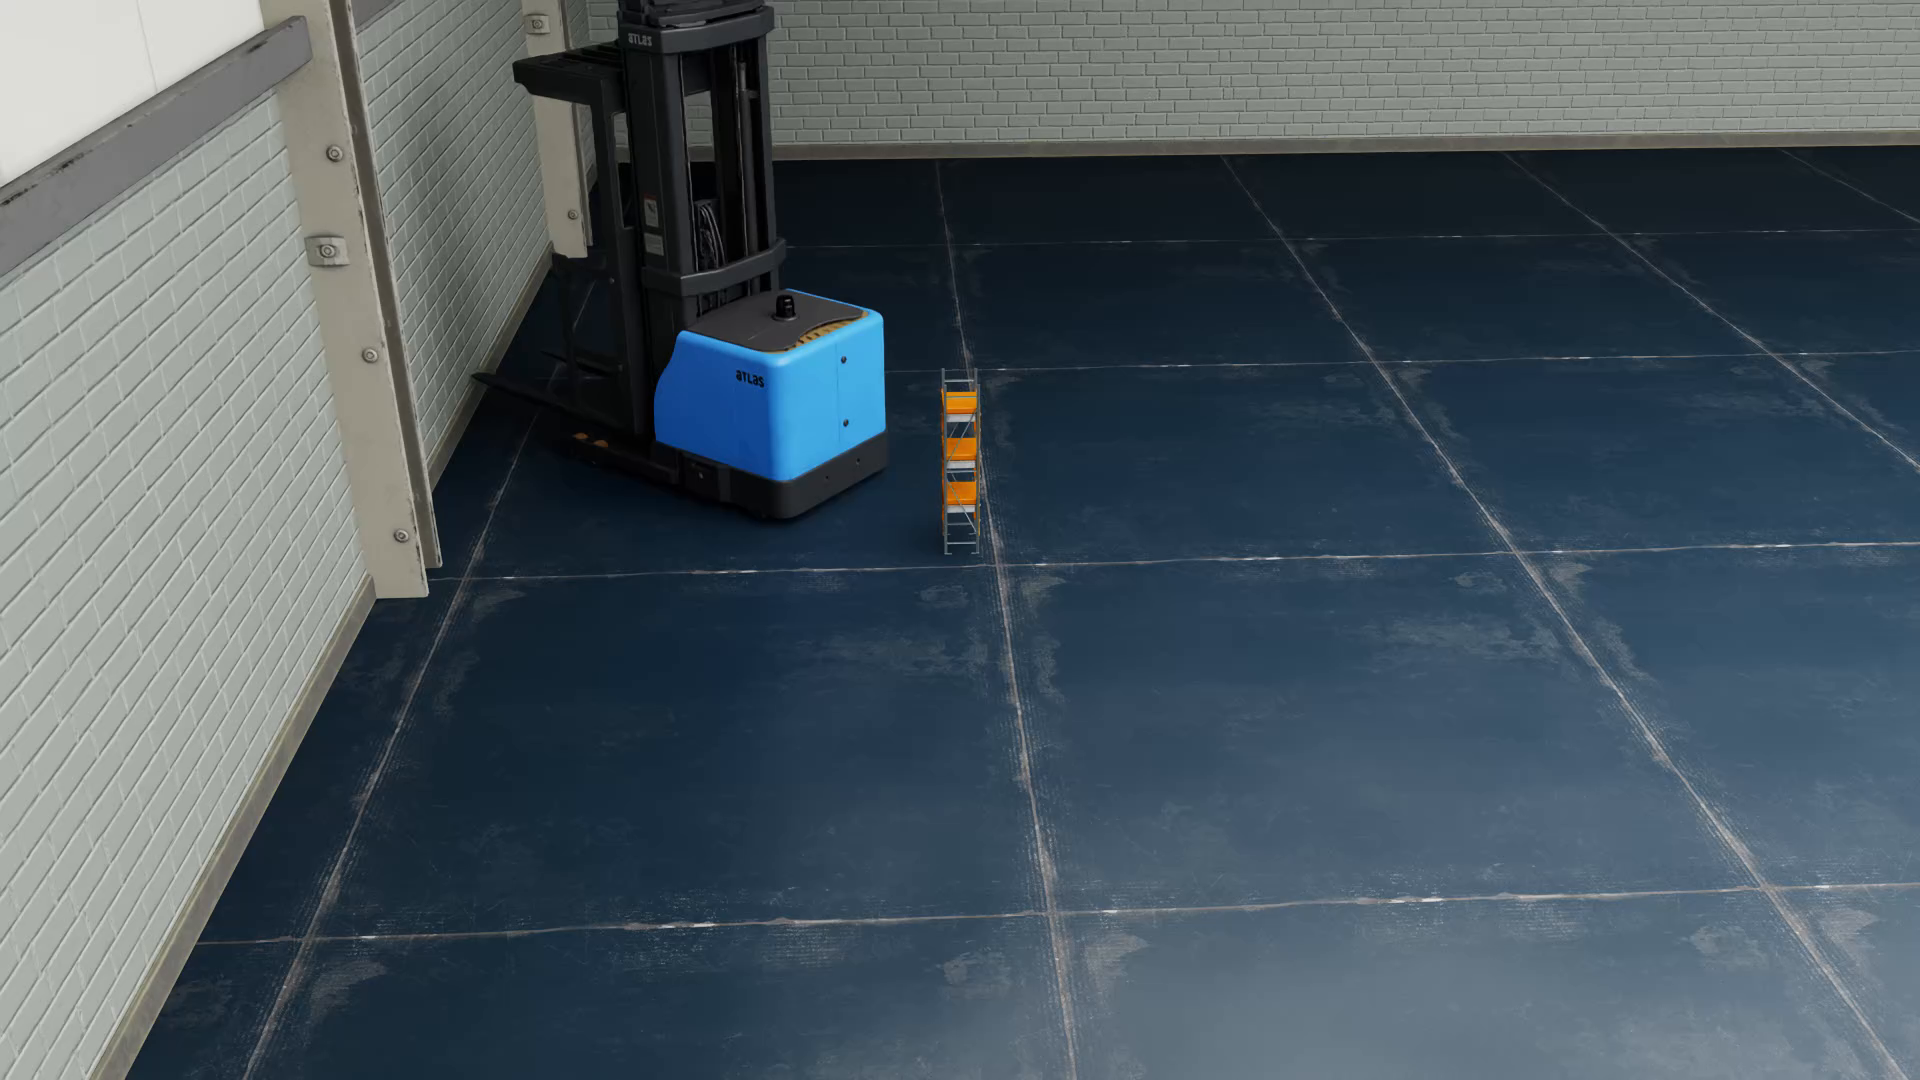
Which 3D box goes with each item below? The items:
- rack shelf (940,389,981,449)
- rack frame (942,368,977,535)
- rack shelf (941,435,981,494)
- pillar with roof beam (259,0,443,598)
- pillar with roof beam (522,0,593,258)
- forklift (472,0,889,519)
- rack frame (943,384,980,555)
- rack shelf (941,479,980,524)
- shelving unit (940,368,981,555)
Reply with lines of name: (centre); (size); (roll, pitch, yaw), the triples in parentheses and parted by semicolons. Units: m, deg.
rack shelf: (0.003, -0.683, 9.334); (0.215, 0.259, 0.240); (-1, 28, -3)
rack frame: (-0.004, -0.497, 9.568); (0.200, 1.050, 0.008); (-1, 28, -3)
rack shelf: (0.003, -0.431, 9.465); (0.215, 0.259, 0.240); (-1, 28, -3)
pillar with roof beam: (1.201, -3.868, 7.436); (9.100, 9.000, 0.400); (-1, 28, -3)
pillar with roof beam: (0.887, -6.639, 12.748); (9.100, 9.000, 0.400); (-1, 28, -3)
forklift: (-1.942, -1.950, 10.319); (3.031, 2.935, 1.130); (19, 33, 31)
rack frame: (0.009, -0.384, 9.352); (0.200, 1.050, 0.008); (-1, 28, -3)
rack shelf: (0.003, -0.185, 9.593); (0.215, 0.259, 0.240); (-1, 28, -3)
shelving unit: (0.003, -0.441, 9.460); (0.215, 1.050, 0.252); (-1, 28, -3)
